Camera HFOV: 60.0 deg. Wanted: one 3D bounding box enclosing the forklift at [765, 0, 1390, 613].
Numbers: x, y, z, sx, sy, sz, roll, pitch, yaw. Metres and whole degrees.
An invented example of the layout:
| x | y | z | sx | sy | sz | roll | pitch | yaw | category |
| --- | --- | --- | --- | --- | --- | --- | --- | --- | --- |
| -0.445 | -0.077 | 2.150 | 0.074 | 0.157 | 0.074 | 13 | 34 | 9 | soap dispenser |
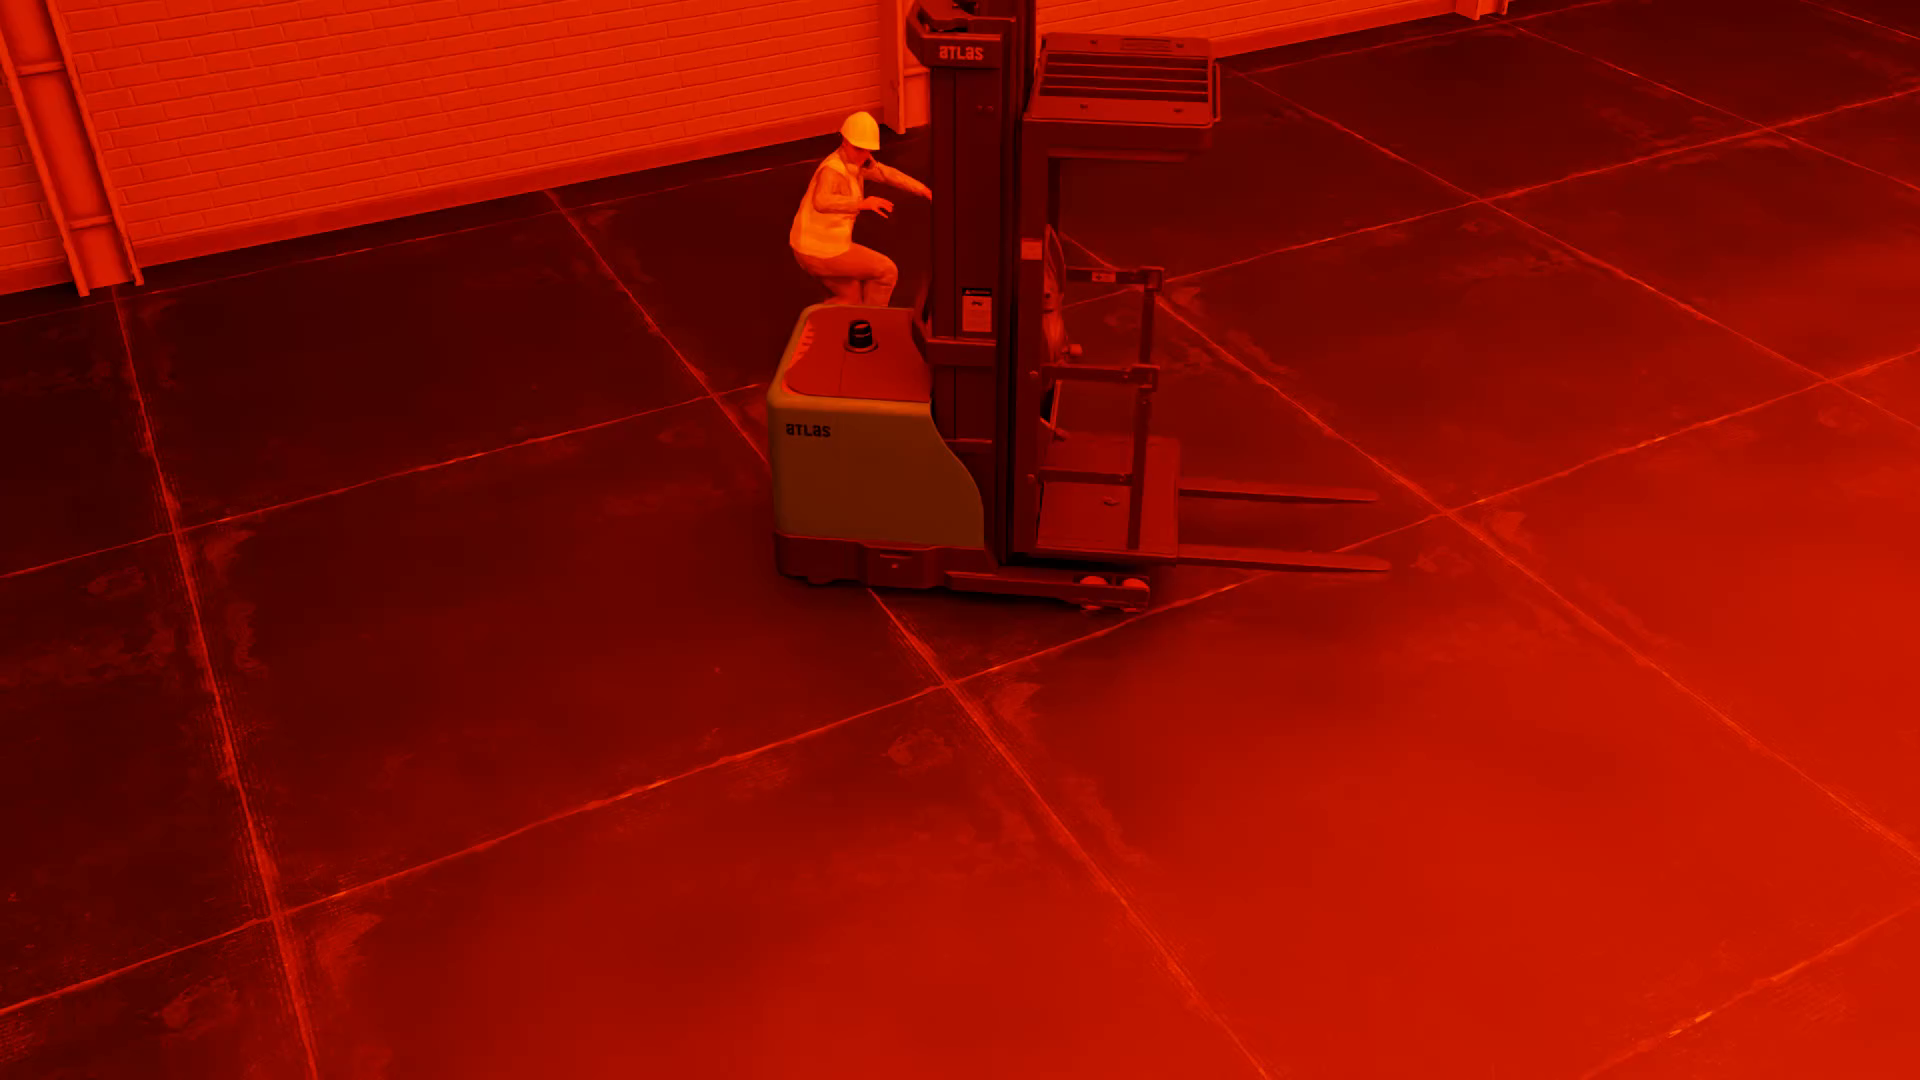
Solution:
| x | y | z | sx | sy | sz | roll | pitch | yaw | category |
| --- | --- | --- | --- | --- | --- | --- | --- | --- | --- |
| 0.624 | -1.166 | 7.772 | 3.031 | 2.935 | 1.130 | 4 | 35 | 5 | forklift |

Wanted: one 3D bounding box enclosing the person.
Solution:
| x | y | z | sx | sy | sz | roll | pitch | yaw | category |
| --- | --- | --- | --- | --- | --- | --- | --- | --- | --- |
| -0.509 | -1.780 | 9.888 | 1.079 | 1.510 | 0.807 | -10 | 36 | -14 | person |
